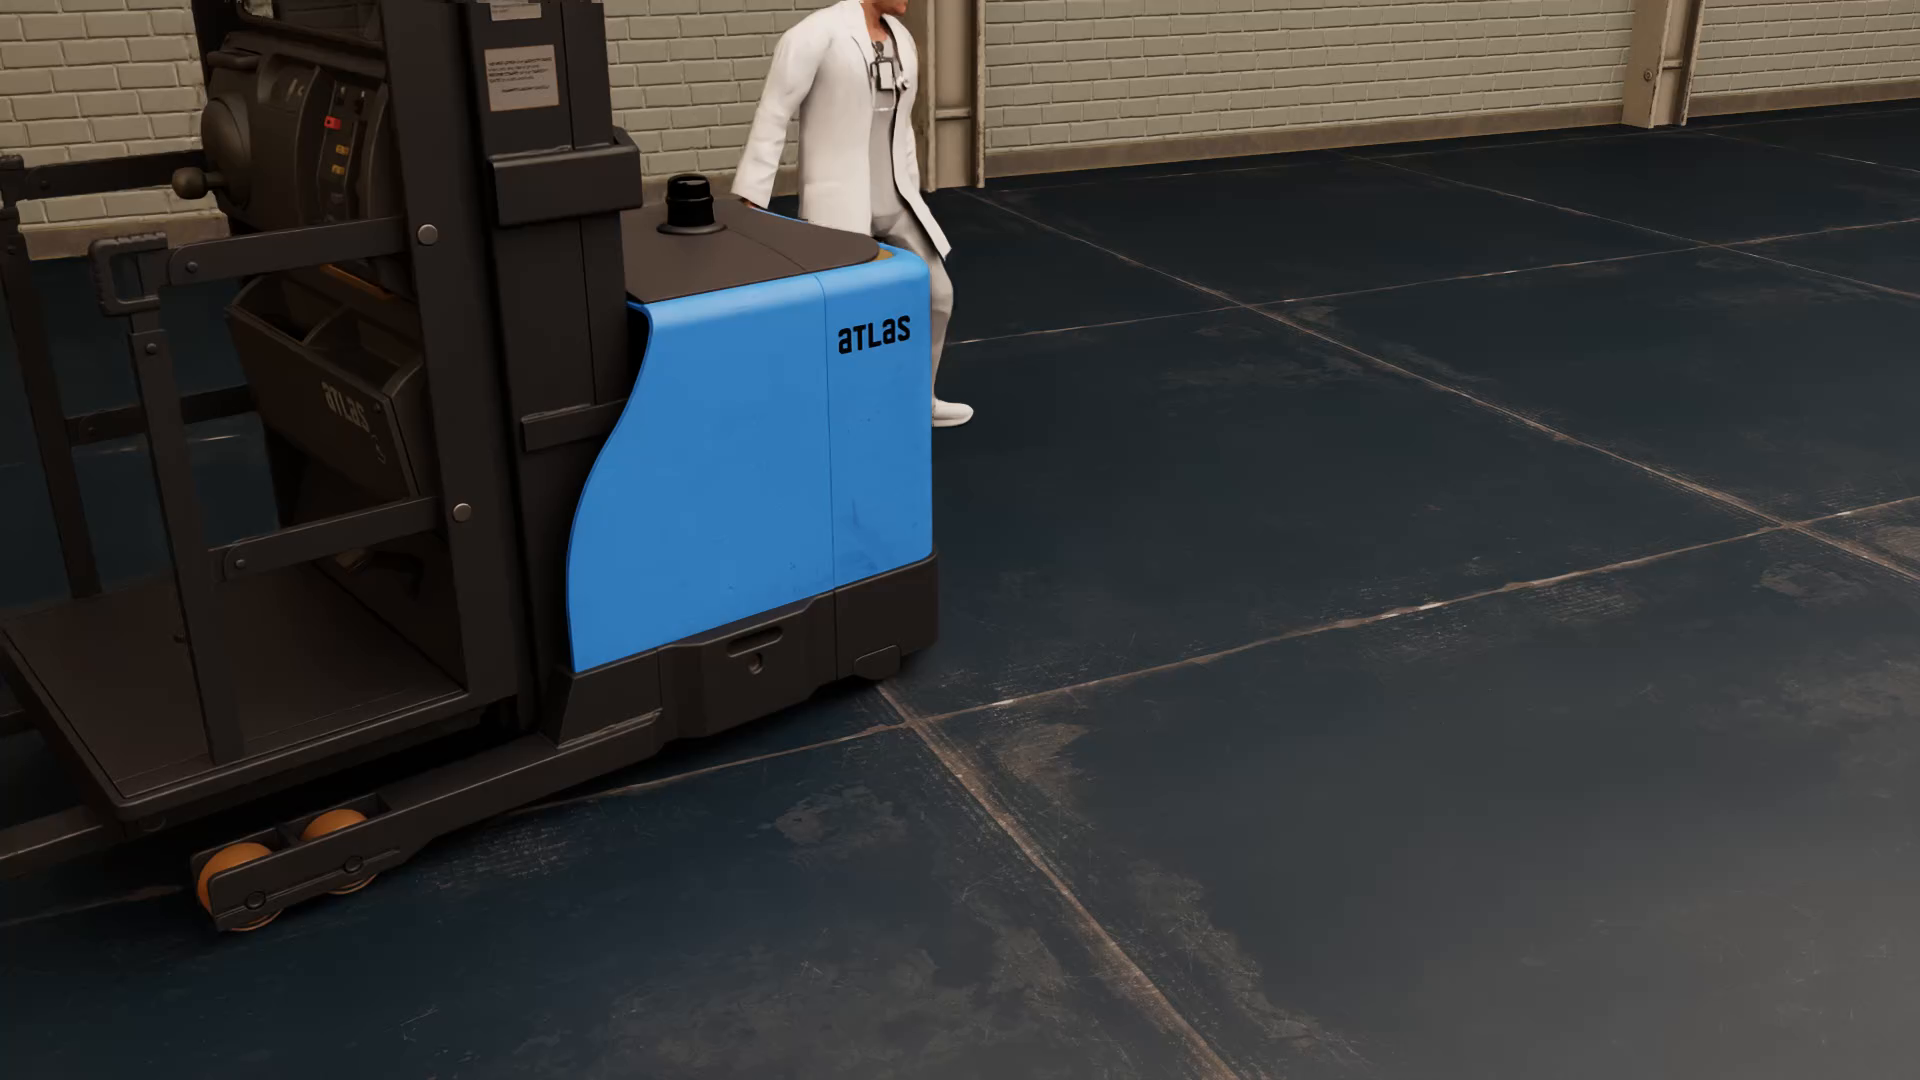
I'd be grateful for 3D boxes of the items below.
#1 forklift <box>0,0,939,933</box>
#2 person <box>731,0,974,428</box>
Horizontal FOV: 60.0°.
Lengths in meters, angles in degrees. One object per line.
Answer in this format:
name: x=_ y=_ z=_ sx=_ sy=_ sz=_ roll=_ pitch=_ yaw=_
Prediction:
forklift: x=-1.509 y=-0.815 z=3.248 sx=3.031 sy=2.935 sz=1.130 roll=-18 pitch=28 yaw=-36
person: x=-0.363 y=-1.125 z=5.619 sx=0.930 sy=1.751 sz=0.509 roll=-21 pitch=30 yaw=-40
